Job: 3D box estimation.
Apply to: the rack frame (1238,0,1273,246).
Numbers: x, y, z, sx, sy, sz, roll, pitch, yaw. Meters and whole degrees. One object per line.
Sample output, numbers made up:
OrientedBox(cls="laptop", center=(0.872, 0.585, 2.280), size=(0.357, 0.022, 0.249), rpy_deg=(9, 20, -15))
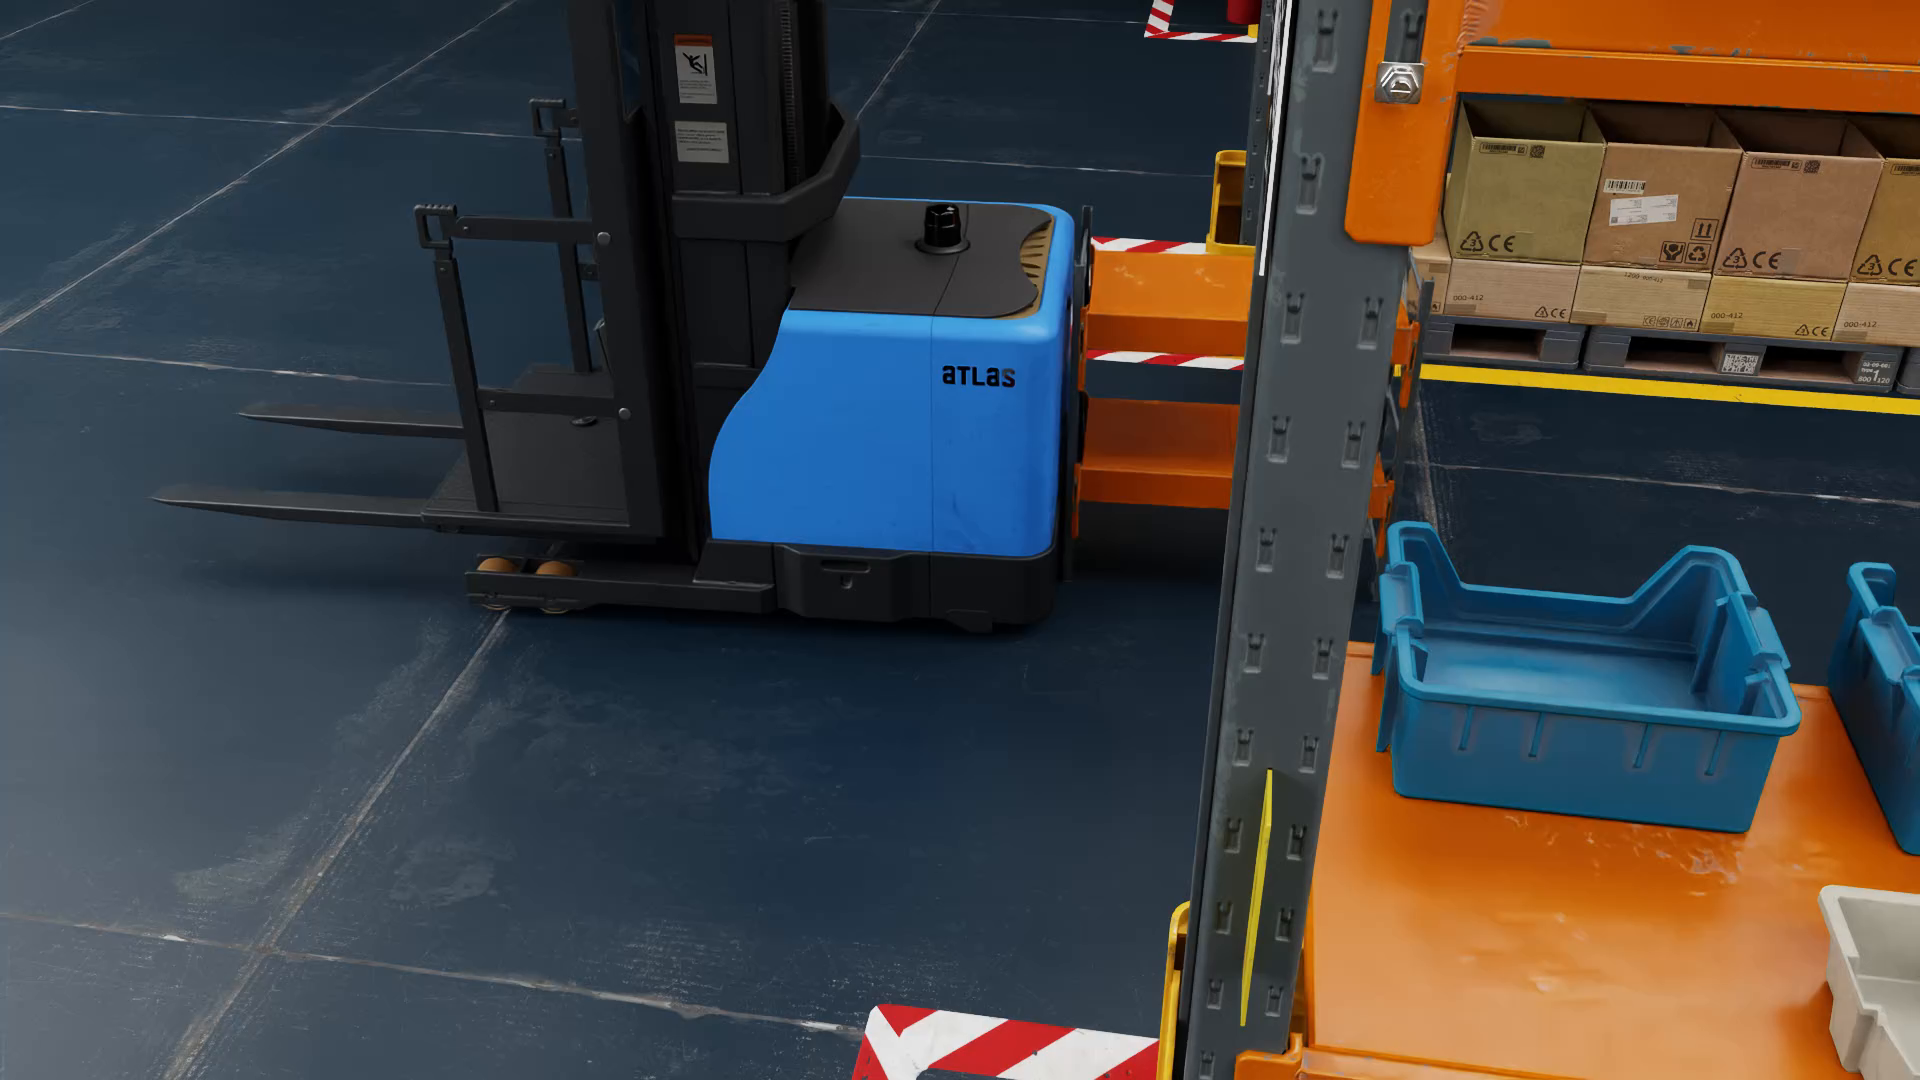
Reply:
OrientedBox(cls="rack frame", center=(1.286, -2.331, 6.648), size=(0.127, 3.000, 1.000), rpy_deg=(5, 32, 8))

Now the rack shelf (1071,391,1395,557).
OrientedBox(cls="rack shelf", center=(0.887, -0.228, 5.515), size=(1.000, 0.278, 0.538), rpy_deg=(3, 32, 5))

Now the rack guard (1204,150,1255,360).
OrientedBox(cls="rack guard", center=(1.262, -1.274, 7.314), size=(0.348, 0.500, 1.175), rpy_deg=(5, 32, 8))

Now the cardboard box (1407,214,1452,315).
OrientedBox(cls="cardboard box", center=(1.777, -1.180, 7.003), size=(0.500, 0.250, 0.500), rpy_deg=(5, 32, 8))

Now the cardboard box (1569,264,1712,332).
OrientedBox(cls="cardboard box", center=(2.763, -1.092, 6.863), size=(0.500, 0.250, 0.500), rpy_deg=(5, 32, 8))

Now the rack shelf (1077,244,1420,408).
OrientedBox(cls="rack shelf", center=(0.887, -0.684, 5.230), size=(1.000, 0.278, 0.538), rpy_deg=(3, 32, 5))

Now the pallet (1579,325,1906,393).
OrientedBox(cls="pallet", center=(3.246, -0.993, 7.137), size=(1.213, 0.211, 1.003), rpy_deg=(5, 32, 8))

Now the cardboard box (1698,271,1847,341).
OrientedBox(cls="cardboard box", center=(3.255, -1.045, 6.788), size=(0.500, 0.250, 0.500), rpy_deg=(5, 32, 8))

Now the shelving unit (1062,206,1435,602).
OrientedBox(cls="shelving unit", center=(0.887, -0.435, 5.385), size=(1.048, 1.125, 0.538), rpy_deg=(3, 32, 5))

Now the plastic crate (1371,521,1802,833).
OrientedBox(cls="plastic crate", center=(0.992, 0.210, 2.727), size=(0.616, 0.251, 0.499), rpy_deg=(5, 32, 8))

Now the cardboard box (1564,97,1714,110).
OrientedBox(cls="cardboard box", center=(2.853, -1.688, 7.108), size=(0.500, 0.500, 0.500), rpy_deg=(5, 32, 8))

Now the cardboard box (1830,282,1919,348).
OrientedBox(cls="cardboard box", center=(3.748, -1.001, 6.717), size=(0.500, 0.250, 0.500), rpy_deg=(5, 32, 8))

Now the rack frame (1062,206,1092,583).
OrientedBox(cls="rack frame", center=(0.382, -0.466, 5.434), size=(0.032, 1.125, 0.500), rpy_deg=(3, 32, 5))

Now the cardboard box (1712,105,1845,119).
OrientedBox(cls="cardboard box", center=(3.345, -1.643, 7.036), size=(0.500, 0.500, 0.500), rpy_deg=(5, 32, 8))

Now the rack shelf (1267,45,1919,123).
OrientedBox(cls="rack shelf", center=(3.257, -1.848, 6.553), size=(4.000, 0.370, 1.077), rpy_deg=(5, 32, 8))

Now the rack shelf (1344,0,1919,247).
OrientedBox(cls="rack shelf", center=(2.420, -0.529, 1.619), size=(4.000, 0.370, 1.077), rpy_deg=(5, 32, 8))

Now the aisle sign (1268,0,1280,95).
OrientedBox(cls="aisle sign", center=(0.428, -1.005, 2.078), size=(0.004, 0.787, 0.394), rpy_deg=(5, 32, 8))

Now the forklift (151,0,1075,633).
OrientedBox(cls="forklift", center=(-1.163, -1.279, 5.030), size=(3.031, 2.935, 1.130), rpy_deg=(3, 32, 5))

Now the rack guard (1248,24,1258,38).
OrientedBox(cls="rack guard", center=(2.190, -3.856, 11.440), size=(0.348, 0.500, 1.175), rpy_deg=(5, 32, 8))

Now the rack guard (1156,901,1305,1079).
OrientedBox(cls="rack guard", center=(0.532, 1.301, 3.201), size=(0.348, 0.500, 1.175), rpy_deg=(5, 32, 8))

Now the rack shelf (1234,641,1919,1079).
OrientedBox(cls="rack shelf", center=(2.420, 0.742, 2.415), size=(4.000, 0.370, 1.077), rpy_deg=(5, 32, 8))

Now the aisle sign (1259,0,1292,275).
OrientedBox(cls="aisle sign", center=(0.328, -0.696, 1.585), size=(0.004, 0.787, 0.394), rpy_deg=(5, 32, 8))

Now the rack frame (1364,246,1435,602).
OrientedBox(cls="rack frame", center=(1.392, -0.405, 5.337), size=(0.032, 1.125, 0.500), rpy_deg=(3, 32, 5))

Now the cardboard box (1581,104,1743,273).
OrientedBox(cls="cardboard box", center=(2.765, -1.416, 6.674), size=(0.500, 0.500, 0.500), rpy_deg=(5, 32, 8))

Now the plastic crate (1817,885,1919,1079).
OrientedBox(cls="plastic crate", center=(1.277, 0.619, 2.183), size=(0.250, 0.136, 0.298), rpy_deg=(5, 32, 8))

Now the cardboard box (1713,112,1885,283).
OrientedBox(cls="cardboard box", center=(3.255, -1.362, 6.588), size=(0.500, 0.500, 0.500), rpy_deg=(5, 32, 8))

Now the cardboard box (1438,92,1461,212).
OrientedBox(cls="cardboard box", center=(1.864, -1.770, 7.239), size=(0.500, 0.500, 0.500), rpy_deg=(5, 32, 8))

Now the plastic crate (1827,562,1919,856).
OrientedBox(cls="plastic crate", center=(1.632, 0.271, 2.630), size=(0.408, 0.251, 0.499), rpy_deg=(5, 32, 8))

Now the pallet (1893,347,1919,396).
OrientedBox(cls="pallet", center=(4.452, -0.885, 6.965), size=(1.213, 0.211, 1.003), rpy_deg=(5, 32, 8))

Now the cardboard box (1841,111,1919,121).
OrientedBox(cls="cardboard box", center=(3.838, -1.599, 6.966), size=(0.500, 0.500, 0.500), rpy_deg=(5, 32, 8))

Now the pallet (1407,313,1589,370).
OrientedBox(cls="pallet", center=(2.047, -1.103, 7.313), size=(1.213, 0.211, 1.003), rpy_deg=(5, 32, 8))

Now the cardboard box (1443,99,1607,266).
OrientedBox(cls="cardboard box", center=(2.270, -1.454, 6.735), size=(0.500, 0.500, 0.500), rpy_deg=(5, 32, 8))

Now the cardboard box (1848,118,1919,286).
OrientedBox(cls="cardboard box", center=(3.750, -1.325, 6.529), size=(0.500, 0.500, 0.500), rpy_deg=(5, 32, 8))

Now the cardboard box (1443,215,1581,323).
OrientedBox(cls="cardboard box", center=(2.270, -1.137, 6.935), size=(0.500, 0.250, 0.500), rpy_deg=(5, 32, 8))

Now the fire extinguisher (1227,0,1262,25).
OrientedBox(cls="fire extinguisher", center=(1.247, -2.552, 7.073), size=(0.183, 0.674, 0.296), rpy_deg=(5, 32, 8))

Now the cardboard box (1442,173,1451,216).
OrientedBox(cls="cardboard box", center=(2.359, -1.412, 7.375), size=(0.500, 0.250, 0.500), rpy_deg=(5, 32, 8))

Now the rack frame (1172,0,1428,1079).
OrientedBox(cls="rack frame", center=(0.448, 0.261, 2.506), size=(0.053, 2.616, 0.949), rpy_deg=(5, 32, 8))

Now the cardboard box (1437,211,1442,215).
OrientedBox(cls="cardboard box", center=(1.864, -1.451, 7.436), size=(0.500, 0.250, 0.500), rpy_deg=(5, 32, 8))

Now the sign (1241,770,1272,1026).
OrientedBox(cls="sign", center=(0.352, 0.429, 1.977), size=(0.005, 0.325, 0.100), rpy_deg=(5, 32, 8))
